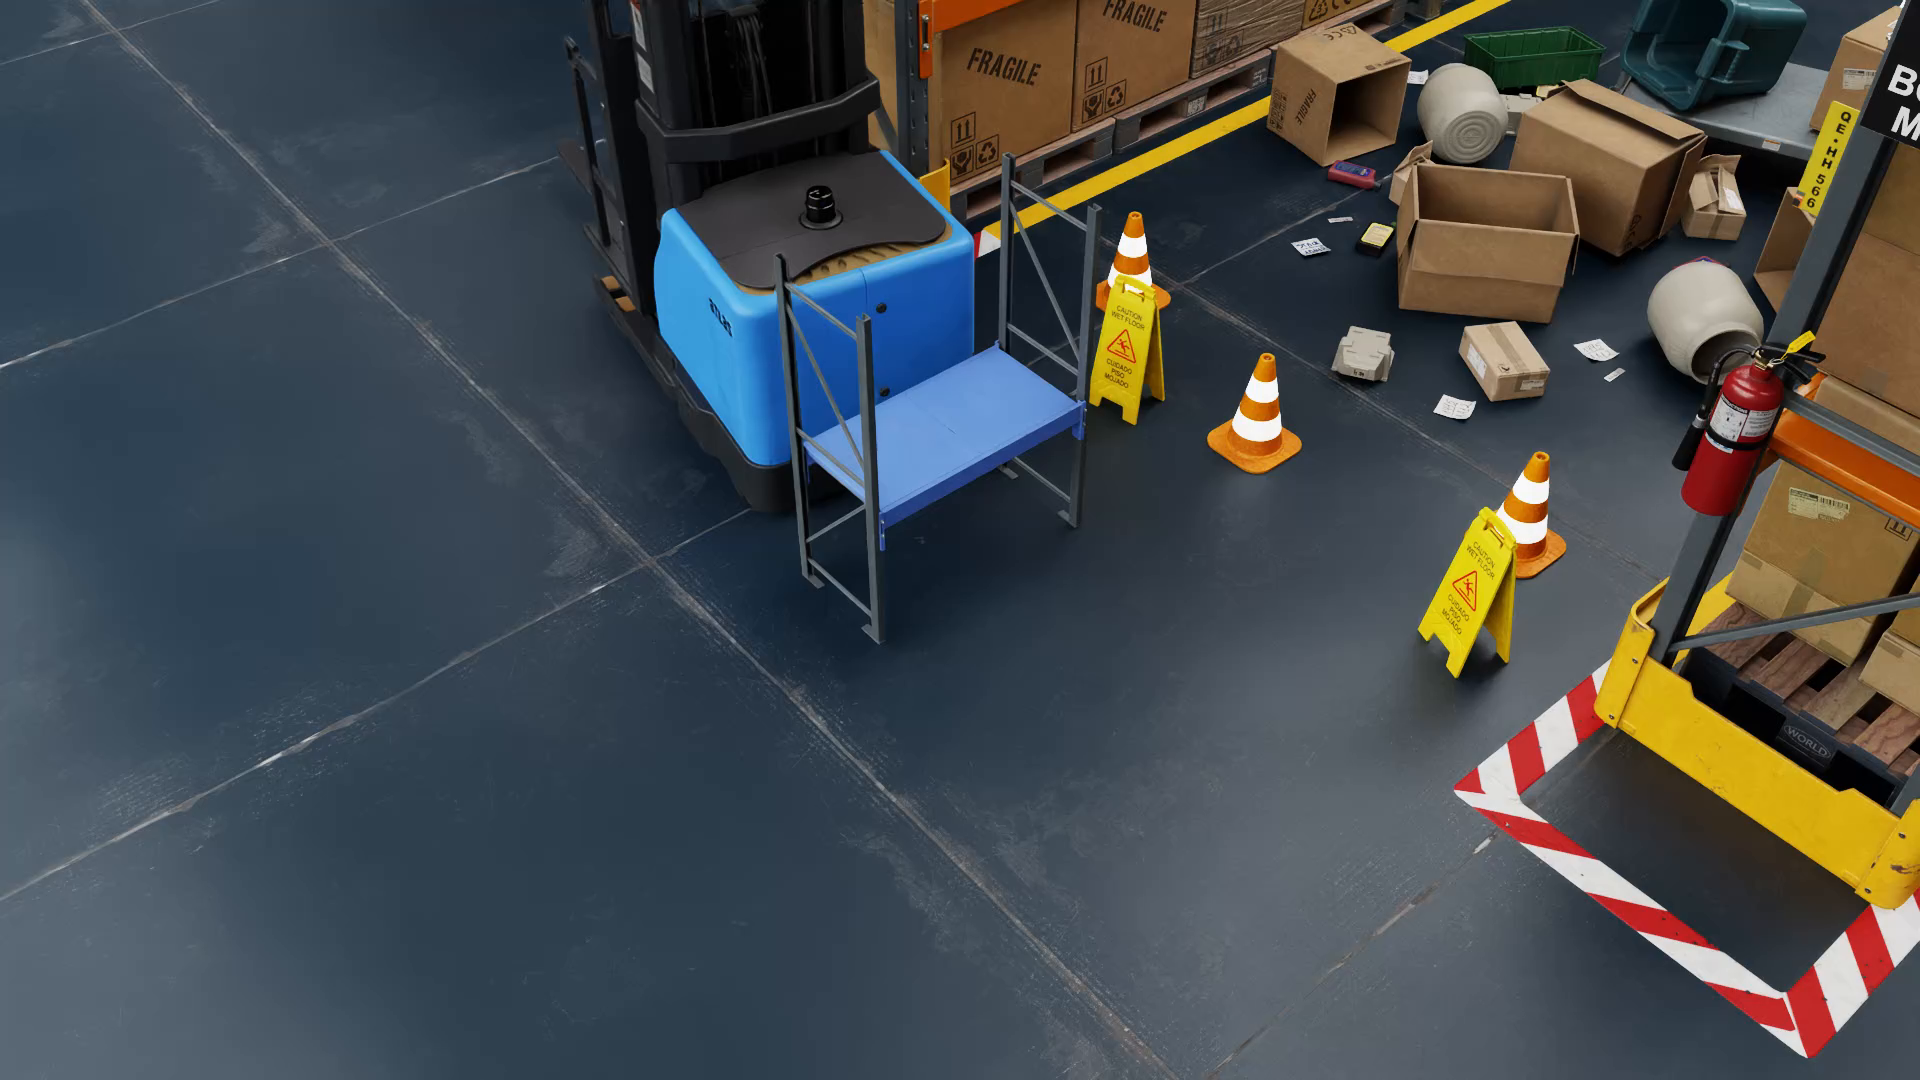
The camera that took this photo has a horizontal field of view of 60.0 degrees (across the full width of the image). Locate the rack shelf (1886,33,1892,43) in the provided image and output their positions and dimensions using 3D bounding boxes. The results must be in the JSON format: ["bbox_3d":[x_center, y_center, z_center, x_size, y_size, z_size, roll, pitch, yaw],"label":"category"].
[{"bbox_3d":[4.277,-1.921,4.938,4.000,0.370,1.077,-30,51,-28],"label":"rack shelf"}]

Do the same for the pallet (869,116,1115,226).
[{"bbox_3d":[0.053,-2.142,8.876,1.213,0.211,1.003,-30,51,-28],"label":"pallet"}]

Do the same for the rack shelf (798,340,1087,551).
[{"bbox_3d":[-0.065,-0.378,6.320,1.000,0.185,0.538,-30,51,-28],"label":"rack shelf"}]

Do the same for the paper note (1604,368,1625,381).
[{"bbox_3d":[2.969,-0.750,7.541,0.123,0.001,0.032,-30,51,-28],"label":"paper note"}]

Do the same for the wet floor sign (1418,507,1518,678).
[{"bbox_3d":[1.911,0.169,6.099,0.232,0.644,0.267,-14,45,-14],"label":"wet floor sign"}]

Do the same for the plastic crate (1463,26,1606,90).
[{"bbox_3d":[3.265,-2.755,9.504,0.662,0.188,0.450,-7,34,-7],"label":"plastic crate"}]

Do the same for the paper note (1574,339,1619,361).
[{"bbox_3d":[2.939,-0.879,7.672,0.142,0.019,0.148,-14,45,-14],"label":"paper note"}]

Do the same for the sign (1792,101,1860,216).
[{"bbox_3d":[2.402,-1.049,4.599,0.005,0.325,0.100,-30,51,-28],"label":"sign"}]

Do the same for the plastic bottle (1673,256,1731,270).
[{"bbox_3d":[3.618,-1.315,8.105,0.283,0.061,0.133,-21,47,-21],"label":"plastic bottle"}]

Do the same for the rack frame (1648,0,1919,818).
[{"bbox_3d":[2.743,-0.211,4.784,0.127,3.000,1.000,-30,51,-28],"label":"rack frame"}]

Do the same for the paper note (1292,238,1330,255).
[{"bbox_3d":[1.750,-1.462,8.286,0.142,0.017,0.144,-14,45,-14],"label":"paper note"}]

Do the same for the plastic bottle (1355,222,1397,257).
[{"bbox_3d":[2.091,-1.523,8.327,0.133,0.061,0.283,22,47,21],"label":"plastic bottle"}]

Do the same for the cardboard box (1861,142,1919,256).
[{"bbox_3d":[2.995,-1.059,4.666,0.500,0.500,0.700,-31,51,-29],"label":"cardboard box"}]

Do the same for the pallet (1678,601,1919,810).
[{"bbox_3d":[3.447,0.434,6.134,1.213,0.211,1.003,-30,51,-28],"label":"pallet"}]

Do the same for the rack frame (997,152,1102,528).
[{"bbox_3d":[0.325,-0.732,6.434,0.032,1.500,0.500,-30,51,-28],"label":"rack frame"}]

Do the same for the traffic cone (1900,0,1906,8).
[{"bbox_3d":[5.445,-2.975,9.580,0.334,0.463,0.336,-30,51,-28],"label":"traffic cone"}]

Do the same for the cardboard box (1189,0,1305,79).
[{"bbox_3d":[1.342,-3.264,9.280,0.875,0.875,0.875,-29,51,-28],"label":"cardboard box"}]

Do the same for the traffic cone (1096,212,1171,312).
[{"bbox_3d":[0.808,-1.329,7.827,0.334,0.463,0.336,-30,51,-28],"label":"traffic cone"}]

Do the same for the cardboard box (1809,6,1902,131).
[{"bbox_3d":[4.646,-2.254,8.232,0.500,0.500,0.500,-30,51,-28],"label":"cardboard box"}]

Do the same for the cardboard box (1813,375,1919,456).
[{"bbox_3d":[2.893,-0.396,5.164,0.250,0.149,0.380,-28,50,-27],"label":"cardboard box"}]

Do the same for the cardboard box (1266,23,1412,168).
[{"bbox_3d":[2.026,-2.392,8.930,0.500,0.500,0.500,-21,47,-21],"label":"cardboard box"}]

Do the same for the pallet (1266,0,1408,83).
[{"bbox_3d":[1.924,-3.213,10.017,1.213,0.211,1.003,-30,51,-28],"label":"pallet"}]

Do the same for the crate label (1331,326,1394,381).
[{"bbox_3d":[1.836,-0.845,7.550,0.250,0.136,0.298,14,45,15],"label":"crate label"}]

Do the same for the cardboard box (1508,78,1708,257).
[{"bbox_3d":[3.178,-1.867,8.271,0.503,0.637,0.797,-30,51,-28],"label":"cardboard box"}]

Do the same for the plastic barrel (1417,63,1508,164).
[{"bbox_3d":[2.672,-2.280,8.868,0.421,0.421,0.512,0,43,0],"label":"plastic barrel"}]

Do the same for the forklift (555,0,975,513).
[{"bbox_3d":[-1.077,-2.181,6.931,1.130,2.935,3.031,-21,47,-21],"label":"forklift"}]

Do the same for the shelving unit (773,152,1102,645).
[{"bbox_3d":[-0.065,-0.509,6.197,1.048,1.500,0.538,-30,51,-28],"label":"shelving unit"}]

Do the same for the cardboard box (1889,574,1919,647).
[{"bbox_3d":[3.557,0.145,5.558,0.500,0.500,0.500,-32,52,-29],"label":"cardboard box"}]

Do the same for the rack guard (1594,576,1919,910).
[{"bbox_3d":[2.801,0.667,5.675,0.348,0.500,1.175,-30,51,-28],"label":"rack guard"}]

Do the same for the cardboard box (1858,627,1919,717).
[{"bbox_3d":[3.539,0.429,5.804,0.500,0.250,0.500,-30,51,-28],"label":"cardboard box"}]

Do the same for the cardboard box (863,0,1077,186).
[{"bbox_3d":[-0.033,-2.477,8.442,0.875,0.875,0.875,-29,51,-28],"label":"cardboard box"}]

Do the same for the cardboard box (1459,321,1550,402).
[{"bbox_3d":[2.452,-0.808,7.502,0.250,0.149,0.380,-7,44,-7],"label":"cardboard box"}]

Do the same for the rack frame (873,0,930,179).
[{"bbox_3d":[-0.510,-2.766,7.504,0.127,3.000,1.000,-30,51,-28],"label":"rack frame"}]
